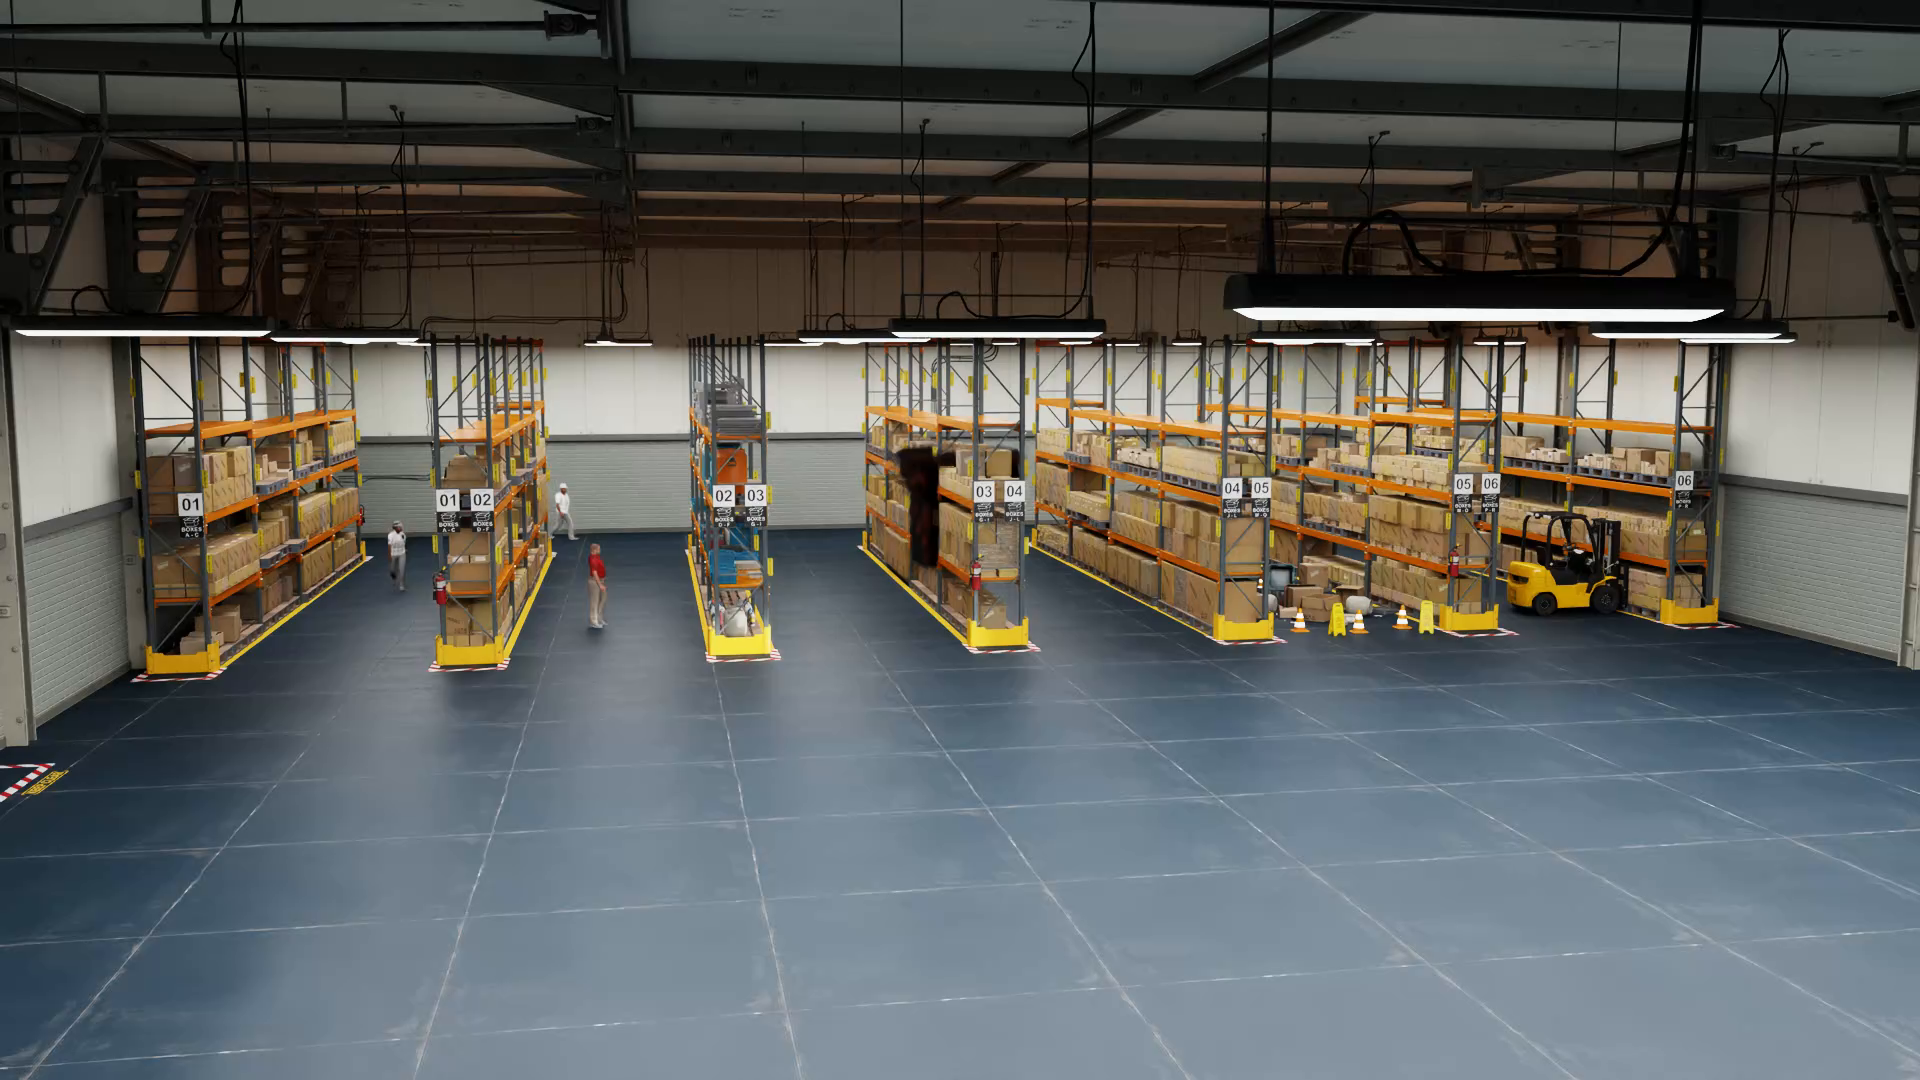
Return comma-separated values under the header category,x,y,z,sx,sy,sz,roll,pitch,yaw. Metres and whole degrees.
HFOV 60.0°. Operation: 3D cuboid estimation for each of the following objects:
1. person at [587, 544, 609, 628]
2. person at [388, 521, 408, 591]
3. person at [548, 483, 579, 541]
category,x,y,z,sx,sy,sz,roll,pitch,yaw
person,-7.454,0.950,34.346,0.504,1.779,0.671,2,7,17
person,-13.366,0.359,39.587,0.434,1.649,0.665,-2,7,-13
person,-11.913,-0.835,49.834,0.971,1.728,0.646,1,7,9
